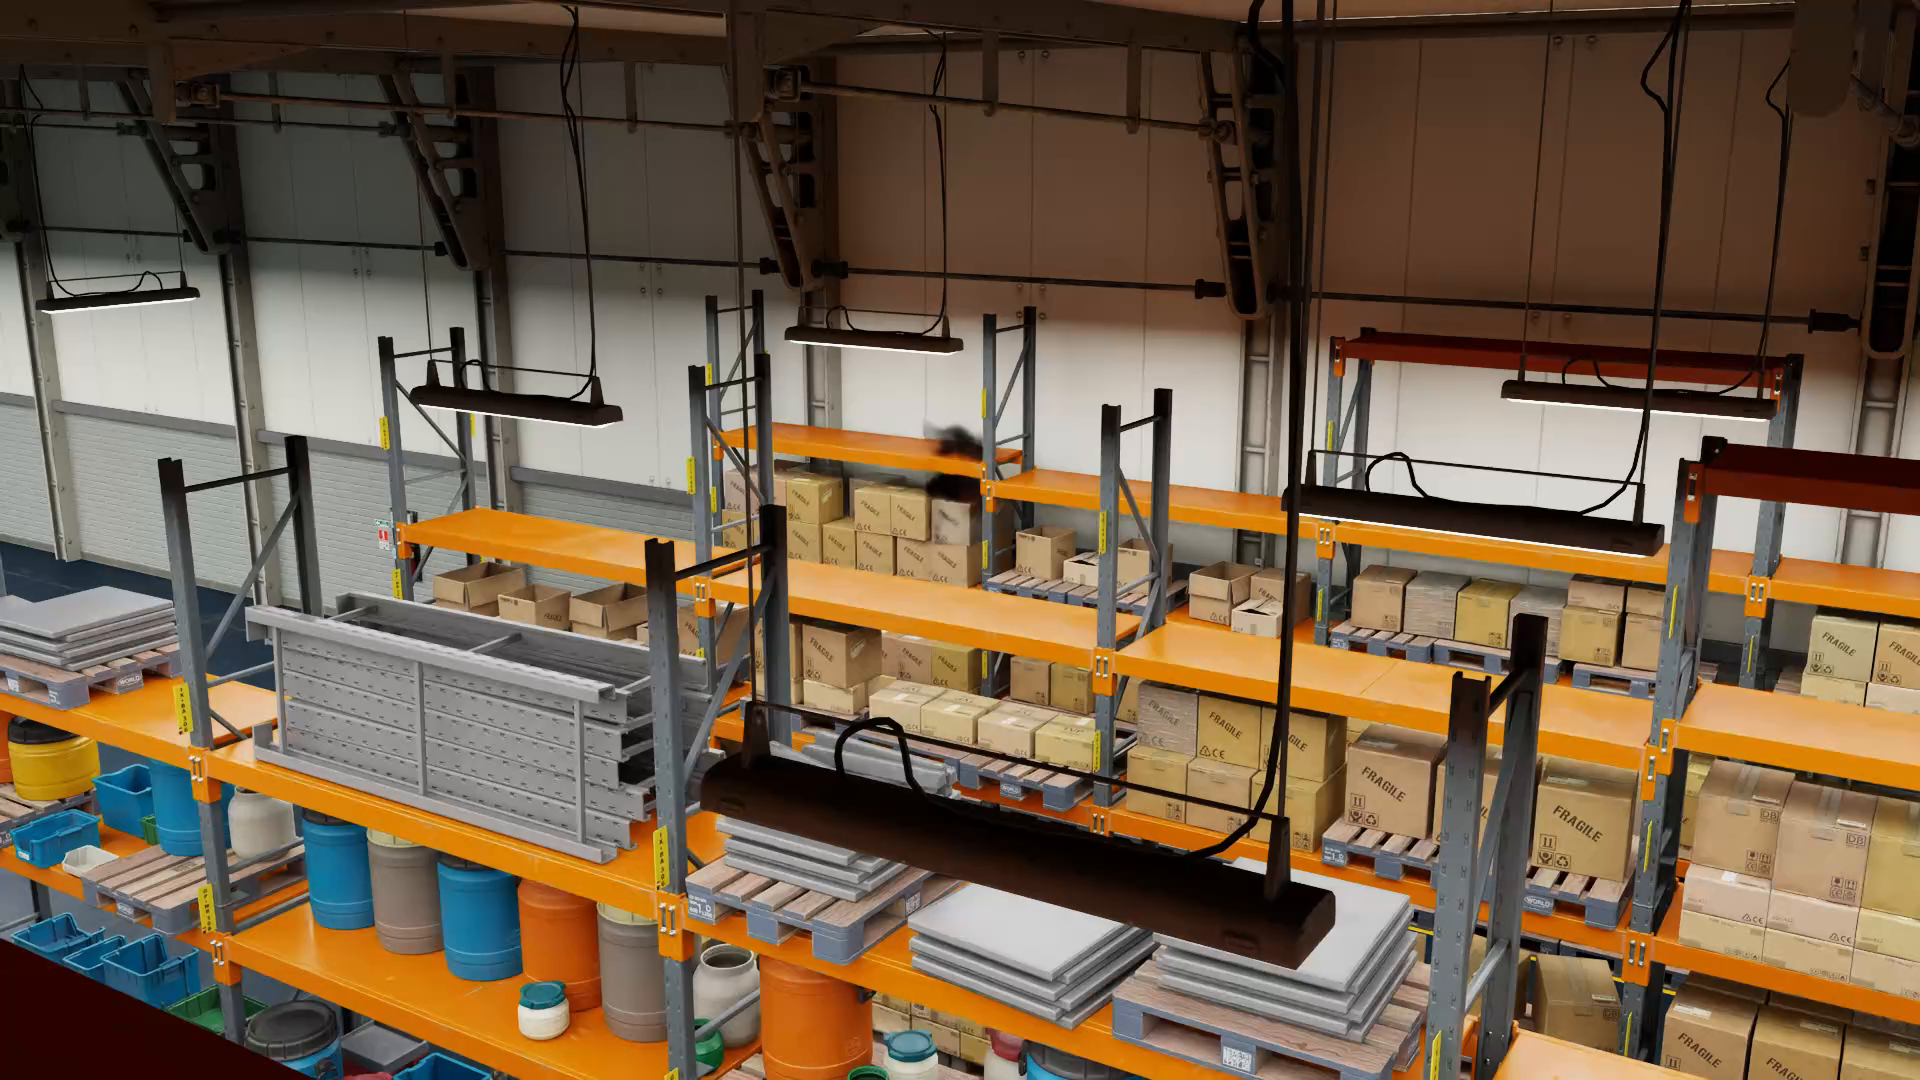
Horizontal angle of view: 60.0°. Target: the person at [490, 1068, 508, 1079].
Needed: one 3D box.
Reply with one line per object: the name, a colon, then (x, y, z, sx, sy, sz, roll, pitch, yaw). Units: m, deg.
person: (-4.103, 3.939, 14.109, 0.605, 1.558, 0.560, 7, 16, 27)
